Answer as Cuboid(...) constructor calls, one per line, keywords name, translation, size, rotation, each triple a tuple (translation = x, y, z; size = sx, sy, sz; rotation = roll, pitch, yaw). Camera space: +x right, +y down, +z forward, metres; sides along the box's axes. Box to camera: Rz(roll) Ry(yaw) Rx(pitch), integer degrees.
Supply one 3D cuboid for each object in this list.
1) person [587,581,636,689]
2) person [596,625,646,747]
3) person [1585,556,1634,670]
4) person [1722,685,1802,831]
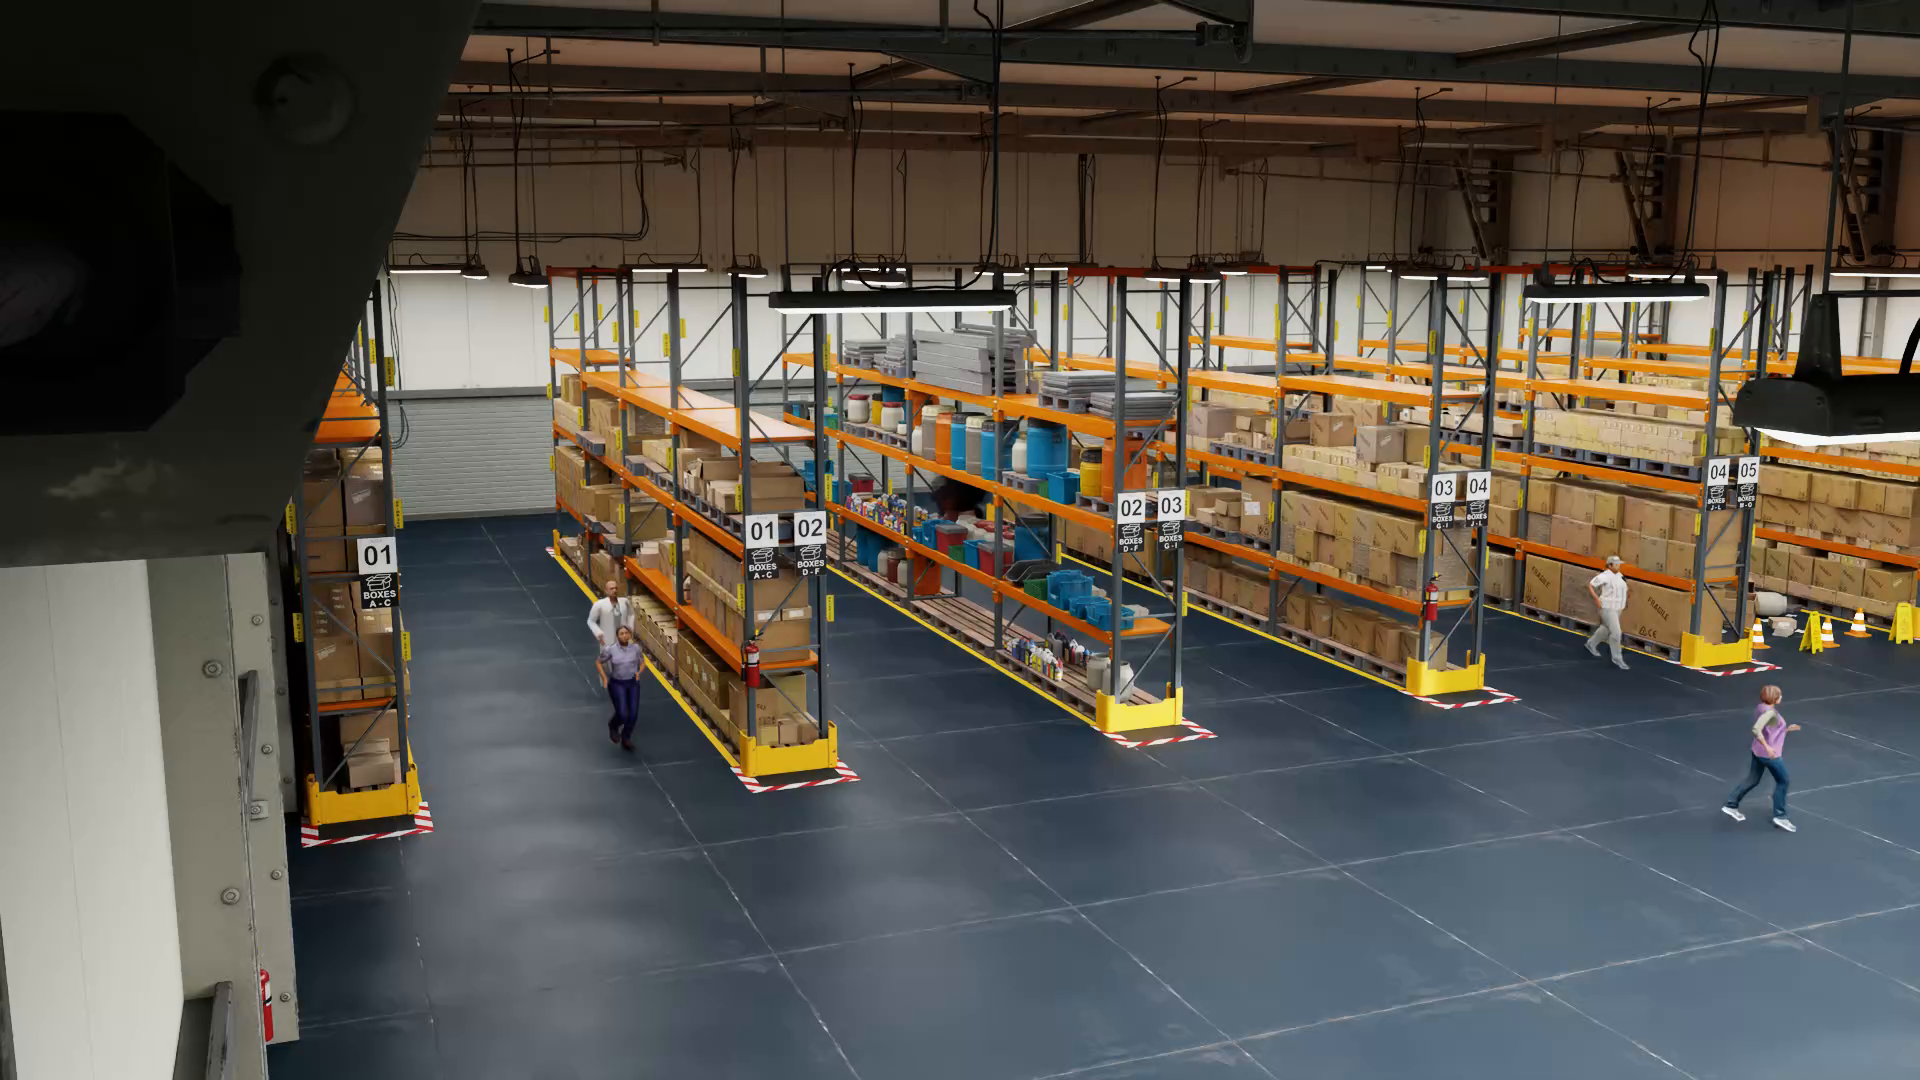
Cuboid(name="person", translation=(-4.886, 1.430, 23.478), size=(0.711, 1.743, 0.756), rotation=(-6, 11, -30))
Cuboid(name="person", translation=(-4.270, 1.889, 21.214), size=(0.606, 1.588, 0.557), rotation=(-6, 11, -29))
Cuboid(name="person", translation=(10.014, 1.076, 25.614), size=(0.591, 1.695, 0.878), rotation=(-7, 12, -37))
Cuboid(name="person", translation=(8.842, 2.386, 18.286), size=(0.759, 1.632, 0.516), rotation=(1, 10, 5))
